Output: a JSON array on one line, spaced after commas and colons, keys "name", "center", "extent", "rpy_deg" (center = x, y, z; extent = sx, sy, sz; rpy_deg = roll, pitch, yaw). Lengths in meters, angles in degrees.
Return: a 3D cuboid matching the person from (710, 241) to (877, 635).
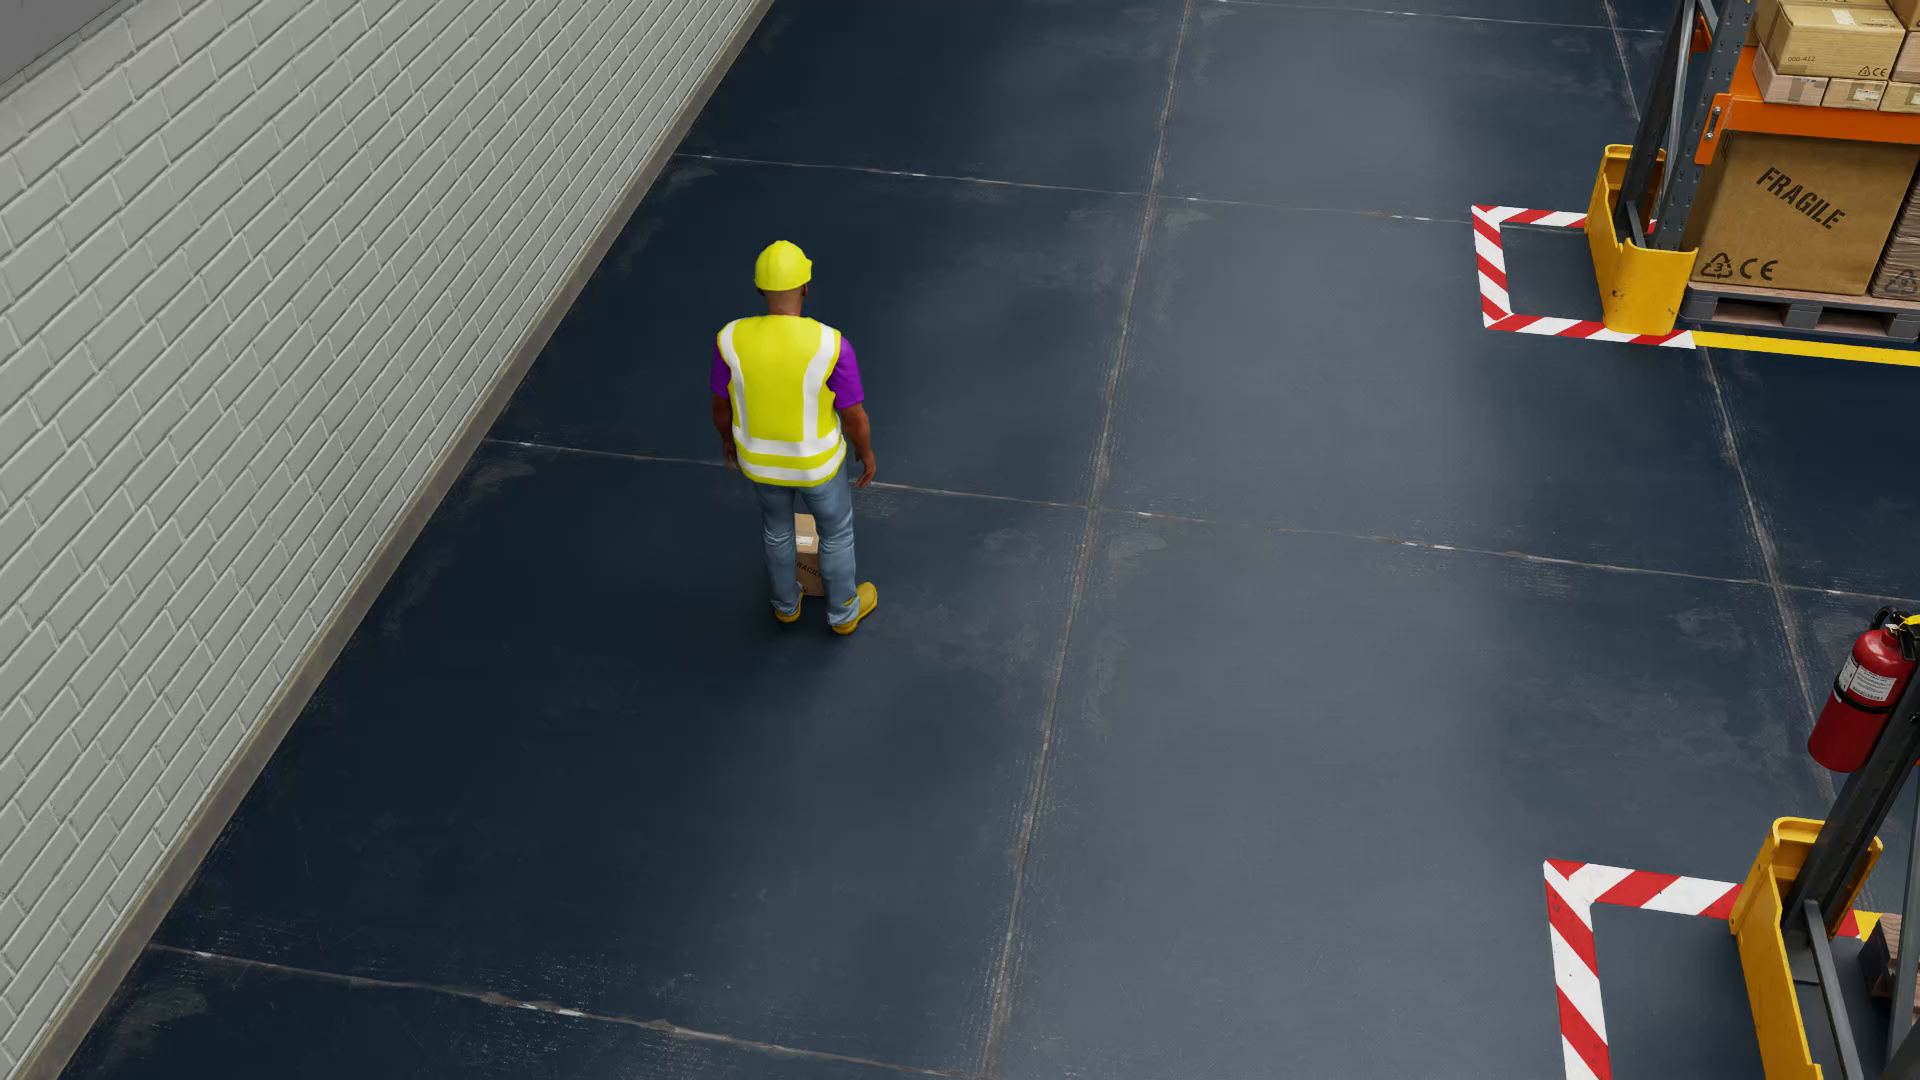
[{"name": "person", "center": [-0.646, -0.360, 6.567], "extent": [0.627, 1.761, 0.456], "rpy_deg": [7, 41, 8]}]
